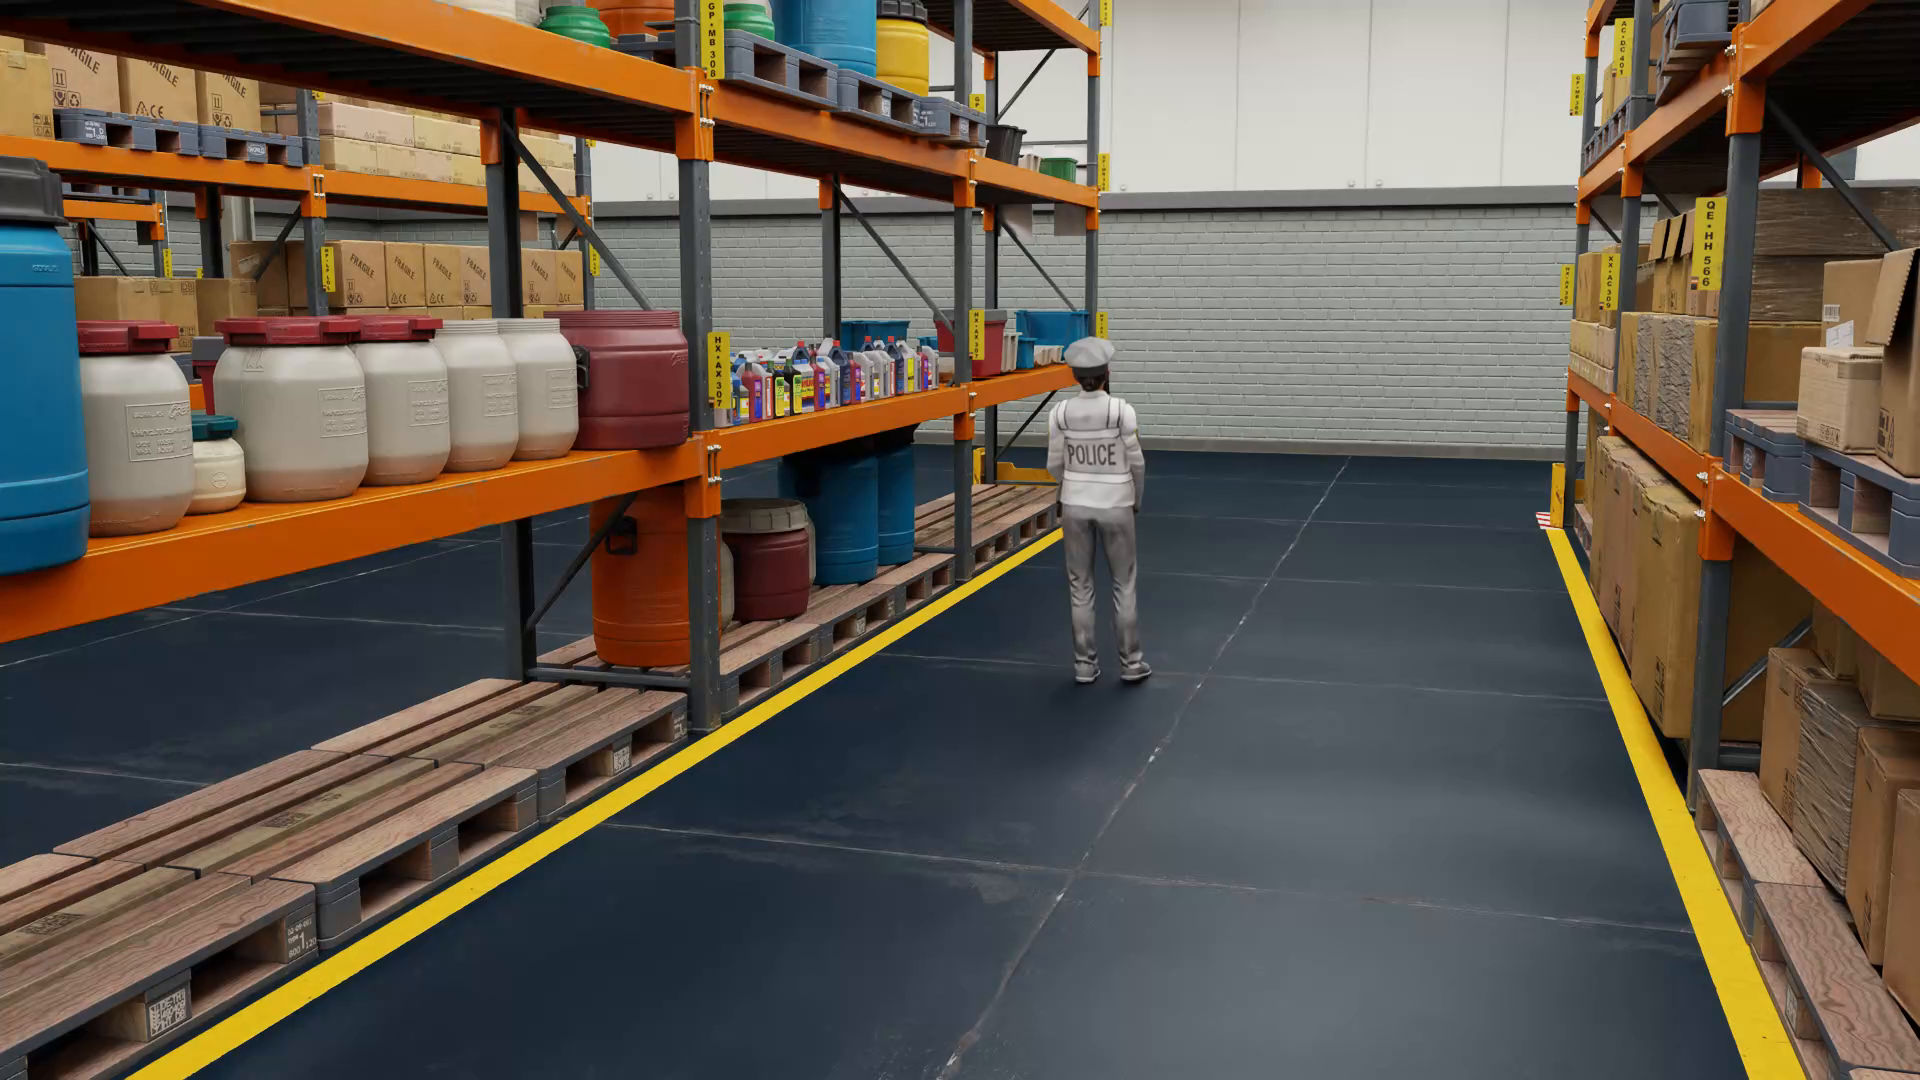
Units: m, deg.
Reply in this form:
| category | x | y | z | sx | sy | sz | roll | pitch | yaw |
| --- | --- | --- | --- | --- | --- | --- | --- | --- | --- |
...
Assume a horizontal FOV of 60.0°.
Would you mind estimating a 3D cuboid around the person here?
| category | x | y | z | sx | sy | sz | roll | pitch | yaw |
| --- | --- | --- | --- | --- | --- | --- | --- | --- | --- |
| person | 0.676 | -0.145 | 8.168 | 0.504 | 1.701 | 0.512 | 3 | 9 | 16 |
